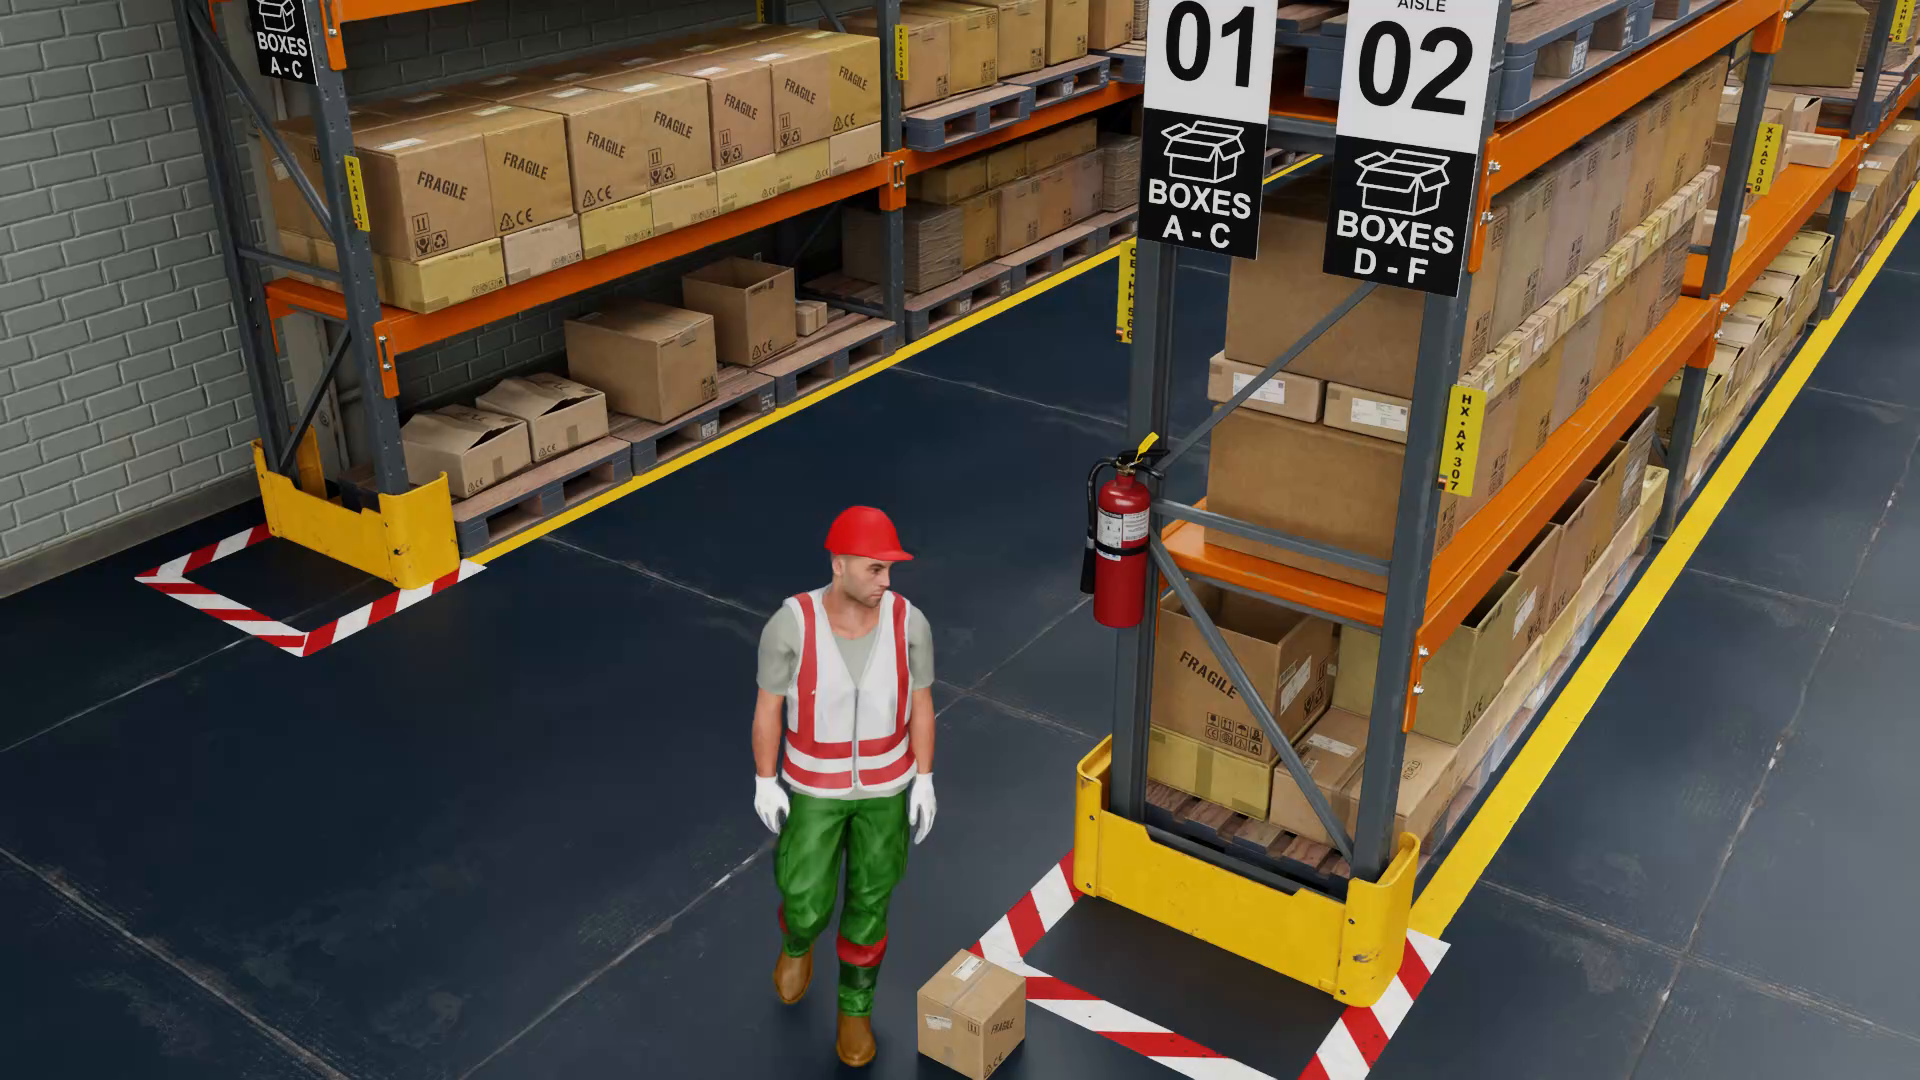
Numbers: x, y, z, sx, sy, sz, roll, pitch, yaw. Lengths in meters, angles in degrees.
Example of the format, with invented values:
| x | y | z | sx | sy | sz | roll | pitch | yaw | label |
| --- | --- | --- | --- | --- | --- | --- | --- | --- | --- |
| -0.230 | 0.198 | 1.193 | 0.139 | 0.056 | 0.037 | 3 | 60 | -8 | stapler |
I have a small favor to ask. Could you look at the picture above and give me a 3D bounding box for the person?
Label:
| x | y | z | sx | sy | sz | roll | pitch | yaw | label |
| --- | --- | --- | --- | --- | --- | --- | --- | --- | --- |
| -0.335 | 0.769 | 5.065 | 0.576 | 1.775 | 0.560 | -6 | 27 | -12 | person |
